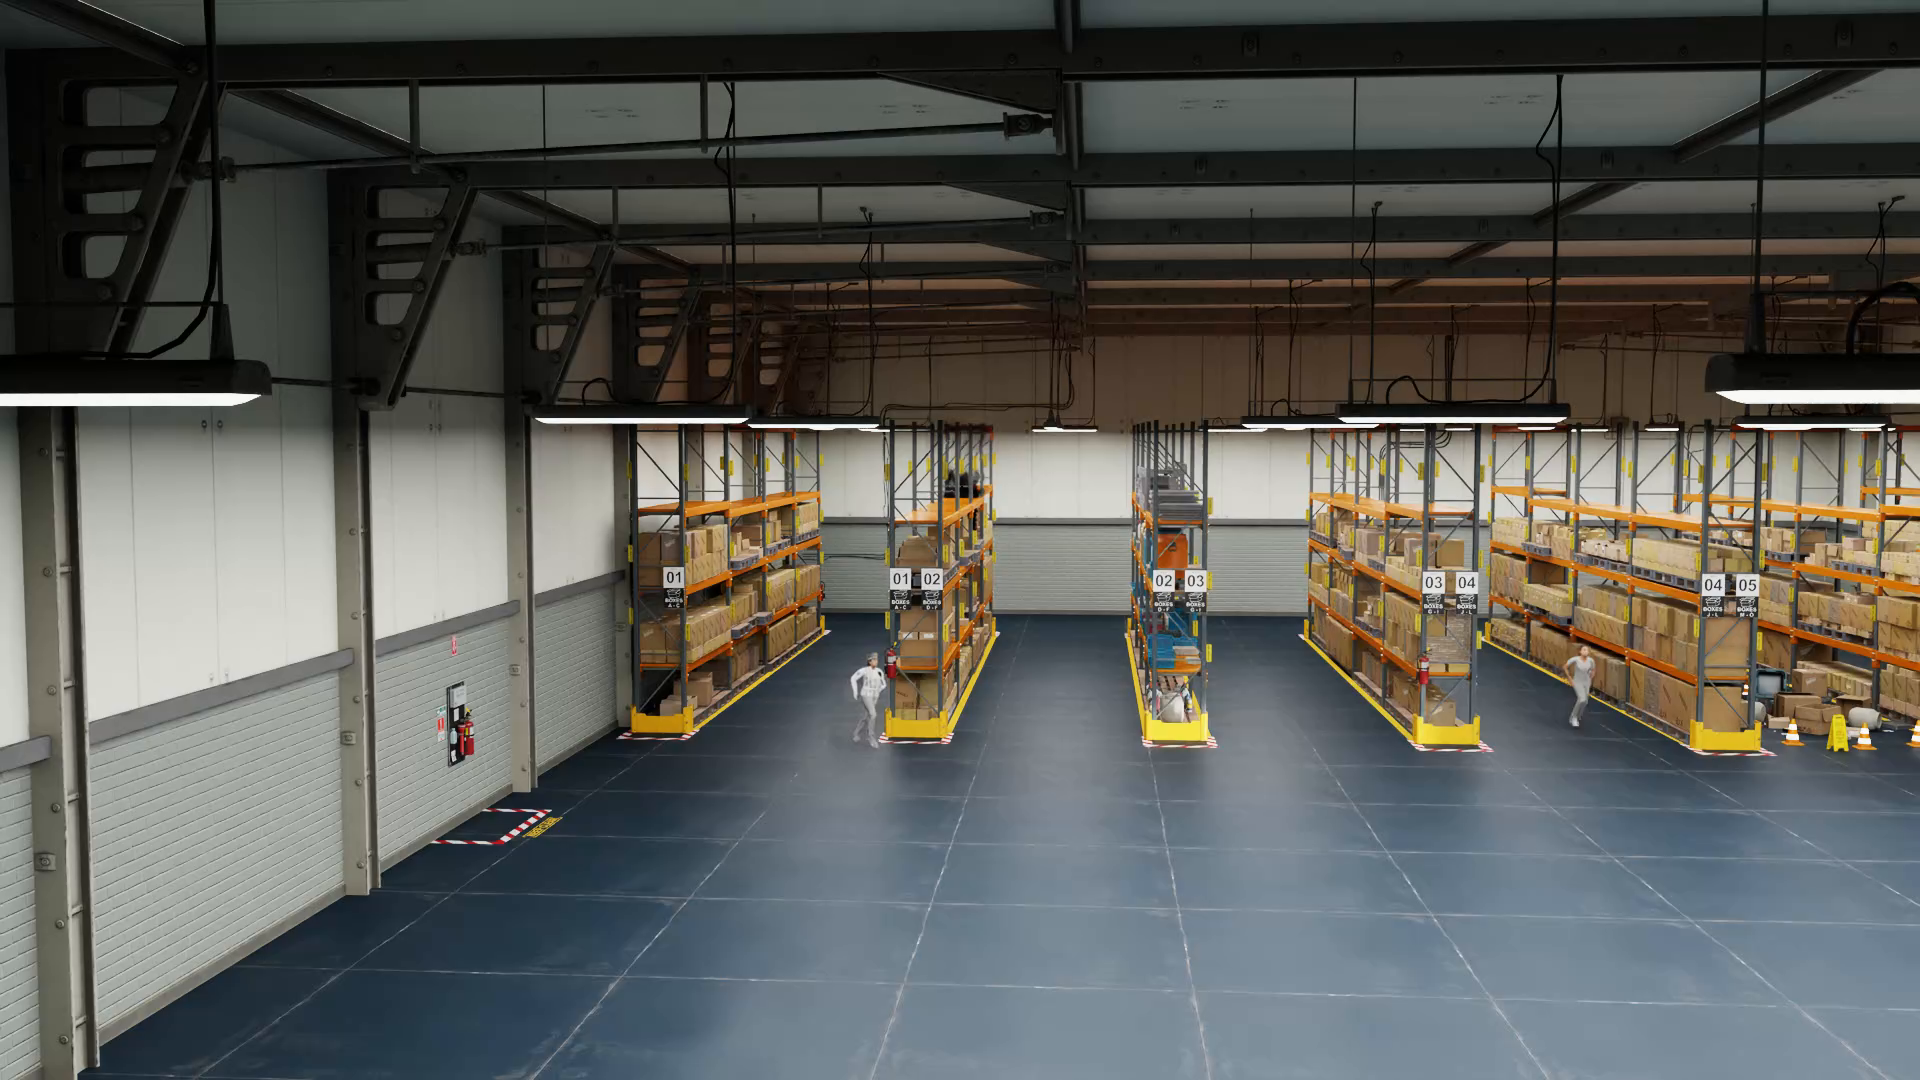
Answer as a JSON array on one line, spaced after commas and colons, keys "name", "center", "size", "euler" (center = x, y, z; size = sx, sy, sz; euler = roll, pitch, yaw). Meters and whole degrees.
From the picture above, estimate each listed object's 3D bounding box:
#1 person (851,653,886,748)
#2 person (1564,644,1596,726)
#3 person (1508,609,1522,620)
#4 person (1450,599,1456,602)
[{"name": "person", "center": [-1.626, 2.930, 30.766], "size": [0.603, 1.691, 0.796], "euler": [-3, 5, -40]}, {"name": "person", "center": [12.128, 2.836, 32.449], "size": [0.559, 1.627, 0.665], "euler": [-1, 4, -8]}, {"name": "person", "center": [15.921, 1.916, 47.250], "size": [0.663, 1.698, 0.656], "euler": [3, 5, 38]}, {"name": "person", "center": [13.257, 2.023, 44.484], "size": [0.669, 1.769, 0.908], "euler": [0, 4, 6]}]
